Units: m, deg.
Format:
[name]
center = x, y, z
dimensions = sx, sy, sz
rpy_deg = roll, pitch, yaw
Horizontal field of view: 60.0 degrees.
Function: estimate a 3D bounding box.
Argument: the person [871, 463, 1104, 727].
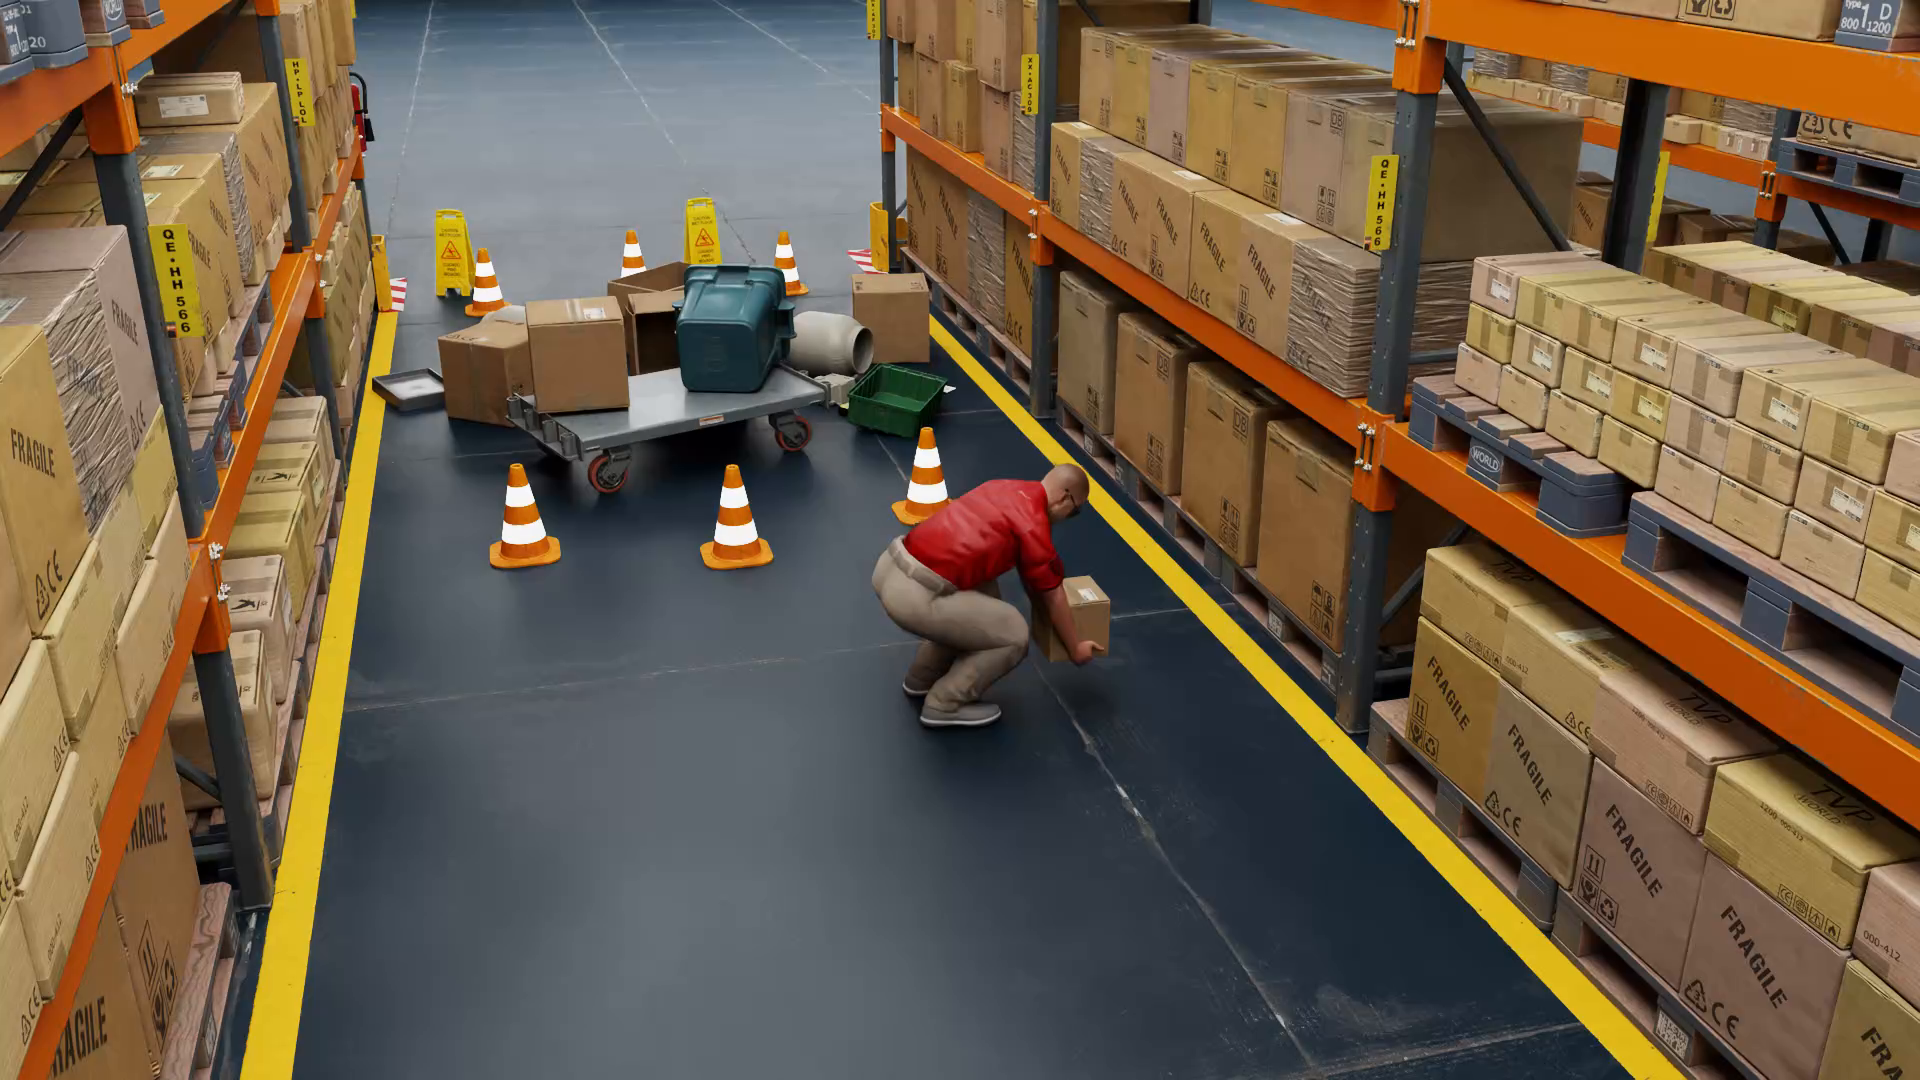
[person]
center = 0.106, 0.206, 6.609
dimensions = 0.908, 0.977, 0.536
rpy_deg = -7, 24, -16
